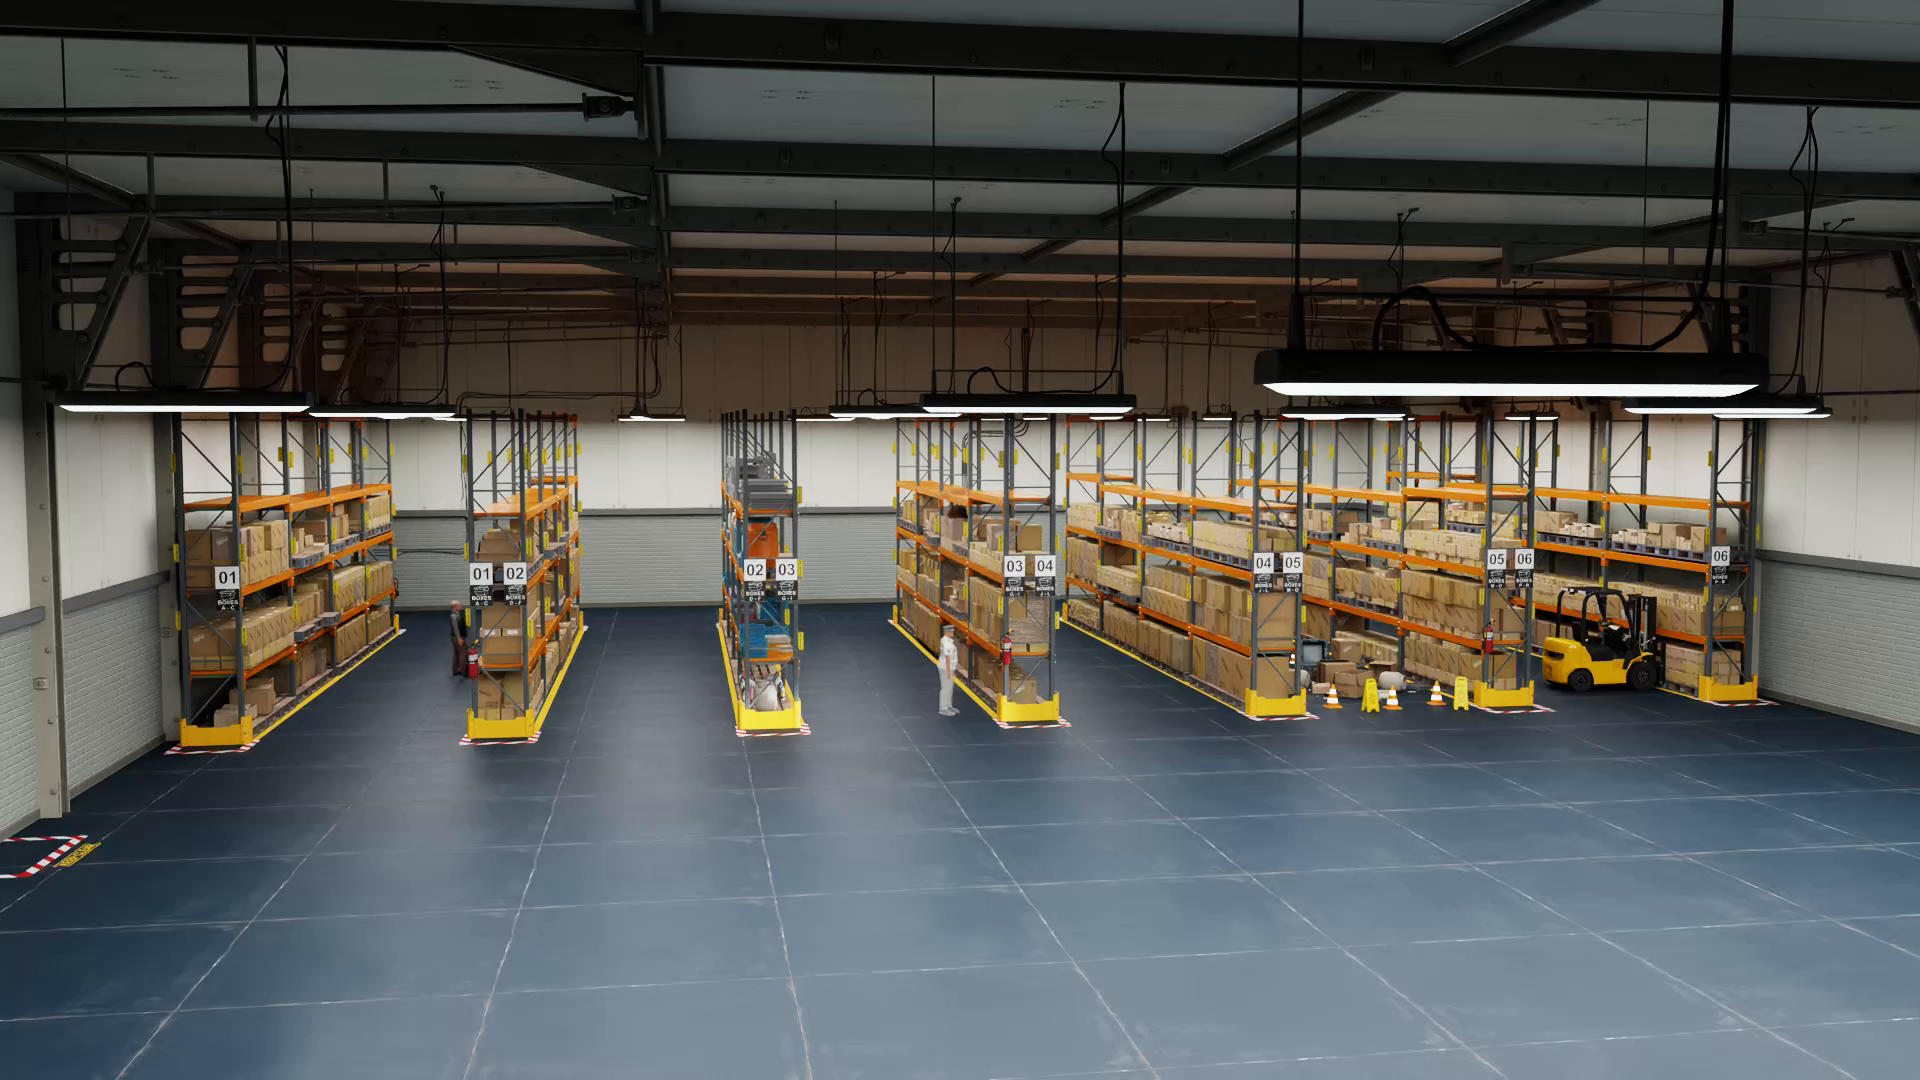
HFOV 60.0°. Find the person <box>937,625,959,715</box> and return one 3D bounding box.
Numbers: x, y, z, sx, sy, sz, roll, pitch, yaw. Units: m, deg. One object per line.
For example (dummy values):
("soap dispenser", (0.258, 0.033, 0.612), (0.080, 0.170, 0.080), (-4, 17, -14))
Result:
("person", (-0.235, 2.554, 32.808), (0.440, 1.768, 0.553), (0, 4, -4))

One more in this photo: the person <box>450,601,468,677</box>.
("person", (-11.298, 2.235, 37.637), (0.480, 1.708, 0.605), (-2, 4, -25))

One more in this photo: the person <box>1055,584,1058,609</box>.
("person", (2.449, 1.709, 45.762), (0.512, 1.646, 0.928), (0, 4, -3))
